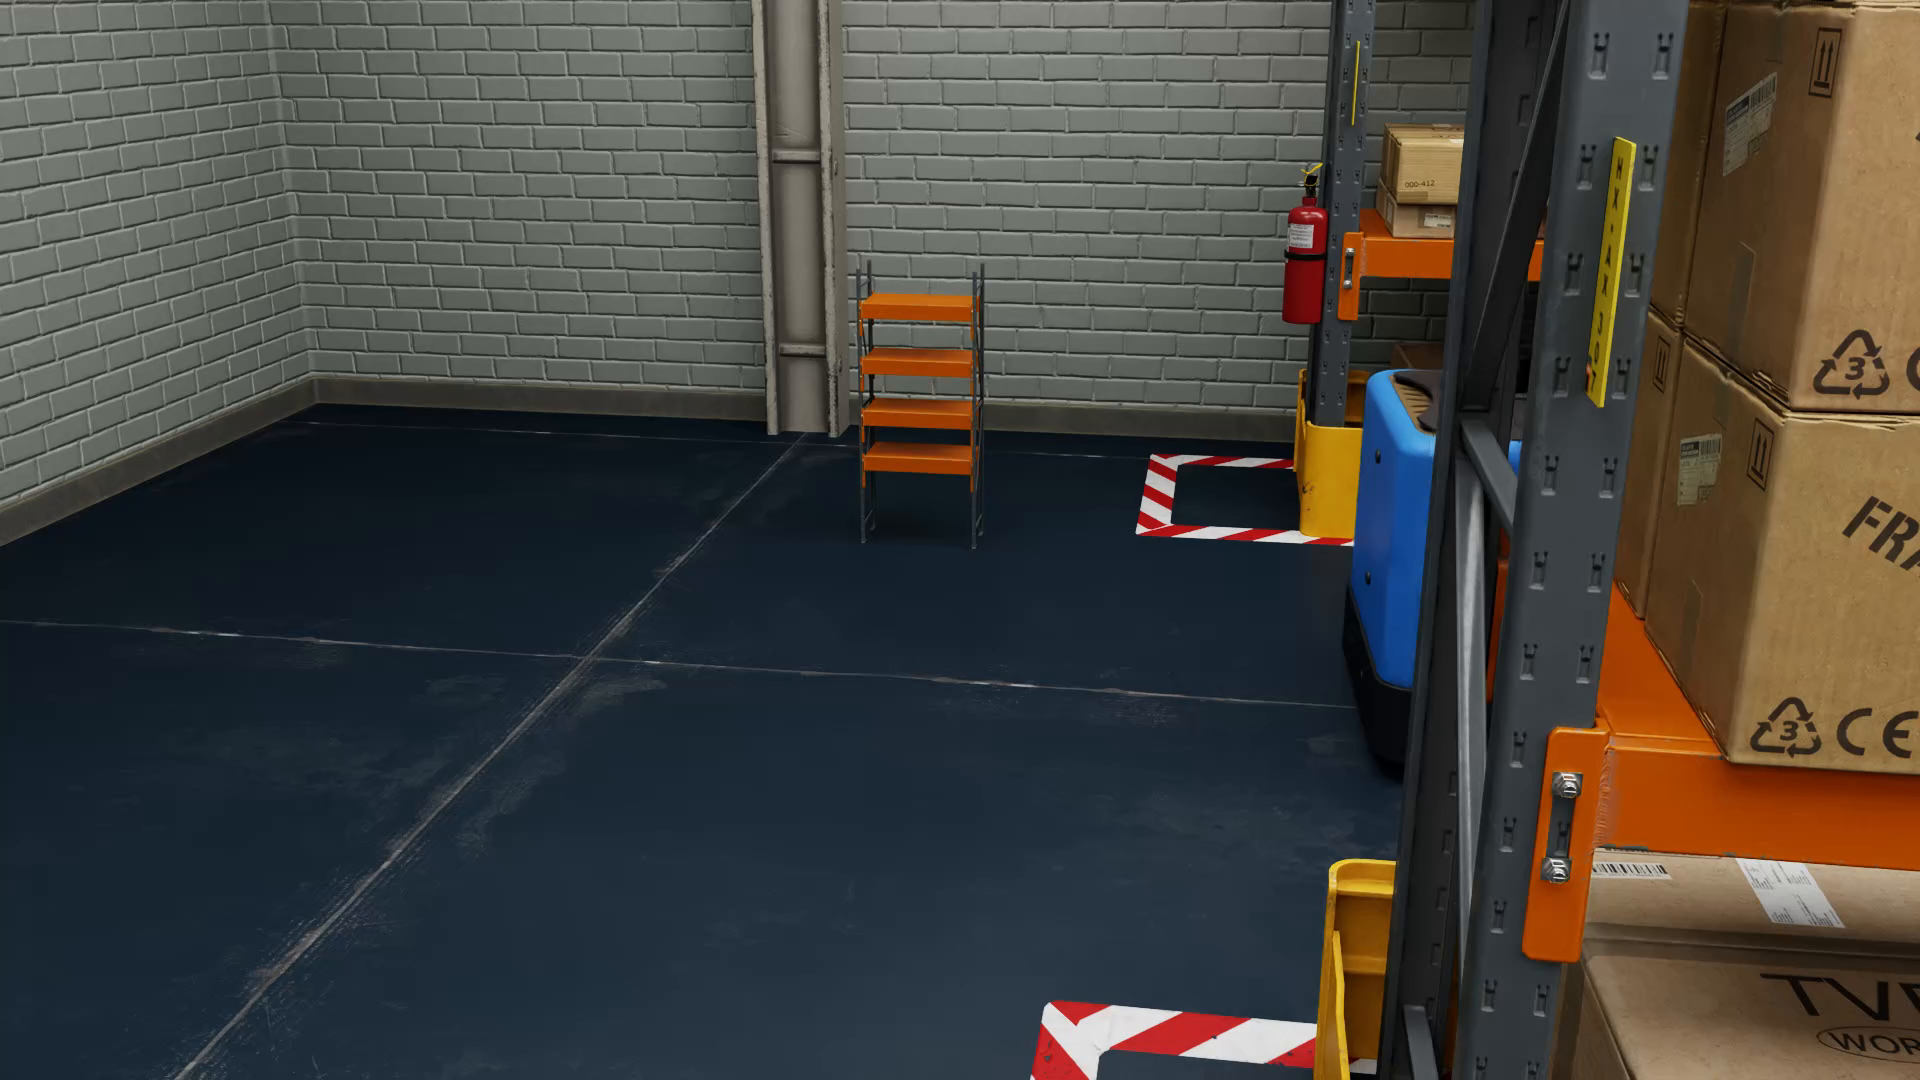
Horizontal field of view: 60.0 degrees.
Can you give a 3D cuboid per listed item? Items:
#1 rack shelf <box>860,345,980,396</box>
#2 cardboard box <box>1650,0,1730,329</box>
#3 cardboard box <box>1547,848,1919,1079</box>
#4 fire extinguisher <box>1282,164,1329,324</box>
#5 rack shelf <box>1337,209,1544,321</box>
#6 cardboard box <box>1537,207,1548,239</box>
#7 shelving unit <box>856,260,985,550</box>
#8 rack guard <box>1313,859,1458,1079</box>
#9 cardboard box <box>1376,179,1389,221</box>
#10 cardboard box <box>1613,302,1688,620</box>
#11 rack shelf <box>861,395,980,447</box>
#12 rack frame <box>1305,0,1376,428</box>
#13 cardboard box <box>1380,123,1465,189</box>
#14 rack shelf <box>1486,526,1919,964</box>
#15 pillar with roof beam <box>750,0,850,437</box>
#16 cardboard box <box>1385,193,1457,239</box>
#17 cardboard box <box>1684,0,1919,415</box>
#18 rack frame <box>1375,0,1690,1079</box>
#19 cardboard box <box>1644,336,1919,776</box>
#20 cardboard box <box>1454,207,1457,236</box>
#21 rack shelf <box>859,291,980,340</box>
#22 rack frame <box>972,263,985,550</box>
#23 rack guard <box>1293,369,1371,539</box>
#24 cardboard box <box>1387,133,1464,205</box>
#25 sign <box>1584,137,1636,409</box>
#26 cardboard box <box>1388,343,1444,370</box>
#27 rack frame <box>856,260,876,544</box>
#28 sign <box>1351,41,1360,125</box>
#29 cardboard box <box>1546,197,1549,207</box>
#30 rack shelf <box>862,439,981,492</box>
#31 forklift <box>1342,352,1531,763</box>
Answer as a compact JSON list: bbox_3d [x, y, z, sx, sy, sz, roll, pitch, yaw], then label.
[{"bbox_3d":[-0.163,-0.726,7.088,0.480,0.148,0.258,3,19,9],"label":"rack shelf"},{"bbox_3d":[1.422,-0.632,2.731,0.500,0.500,0.500,4,19,10],"label":"cardboard box"},{"bbox_3d":[1.576,0.958,3.090,0.875,0.438,0.875,2,19,7],"label":"cardboard box"},{"bbox_3d":[1.473,-1.264,7.064,0.183,0.674,0.296,3,19,9],"label":"fire extinguisher"},{"bbox_3d":[3.667,-1.174,7.217,4.000,0.370,1.077,3,19,9],"label":"rack shelf"},{"bbox_3d":[2.496,-1.393,7.135,0.250,0.149,0.380,3,19,8],"label":"cardboard box"},{"bbox_3d":[-0.163,-0.577,7.138,0.503,1.200,0.258,3,19,9],"label":"shelving unit"},{"bbox_3d":[0.885,1.124,3.156,0.348,0.500,1.175,3,19,9],"label":"rack guard"},{"bbox_3d":[2.062,-1.564,7.645,0.250,0.149,0.380,3,19,8],"label":"cardboard box"},{"bbox_3d":[1.427,-0.166,2.915,0.500,0.500,0.500,3,19,9],"label":"cardboard box"},{"bbox_3d":[-0.163,-0.514,7.159,0.480,0.148,0.258,3,19,9],"label":"rack shelf"},{"bbox_3d":[1.692,-1.615,7.404,0.127,3.000,1.000,3,19,9],"label":"rack frame"},{"bbox_3d":[2.188,-1.745,7.559,0.500,0.250,0.500,3,19,10],"label":"cardboard box"},{"bbox_3d":[2.883,0.382,2.569,4.000,0.370,1.077,3,19,9],"label":"rack shelf"},{"bbox_3d":[-1.510,-3.530,3.670,0.400,9.000,9.100,3,19,9],"label":"pillar with roof beam"},{"bbox_3d":[1.973,-1.394,7.137,0.250,0.149,0.380,3,19,8],"label":"cardboard box"},{"bbox_3d":[1.337,-0.468,2.242,0.500,0.500,0.500,3,19,7],"label":"cardboard box"},{"bbox_3d":[0.908,-0.060,2.755,0.127,3.000,1.000,3,19,9],"label":"rack frame"},{"bbox_3d":[1.337,0.007,2.399,0.500,0.500,0.500,3,19,8],"label":"cardboard box"},{"bbox_3d":[2.232,-1.395,7.142,0.250,0.149,0.380,3,19,10],"label":"cardboard box"},{"bbox_3d":[-0.163,-0.950,7.013,0.480,0.148,0.258,3,19,9],"label":"rack shelf"},{"bbox_3d":[0.077,-0.565,7.101,0.015,1.200,0.240,3,19,9],"label":"rack frame"},{"bbox_3d":[1.767,-0.426,7.789,0.348,0.500,1.175,3,19,9],"label":"rack guard"},{"bbox_3d":[2.097,-1.578,7.060,0.500,0.250,0.500,3,19,9],"label":"cardboard box"},{"bbox_3d":[0.814,-0.335,2.087,0.005,0.325,0.100,3,19,9],"label":"sign"},{"bbox_3d":[2.281,-0.570,7.552,0.637,0.503,0.797,2,19,6],"label":"cardboard box"},{"bbox_3d":[-0.404,-0.590,7.174,0.015,1.200,0.240,3,19,9],"label":"rack frame"},{"bbox_3d":[1.606,-1.856,6.758,0.005,0.325,0.100,3,19,9],"label":"sign"},{"bbox_3d":[2.595,-1.553,6.984,0.500,0.250,0.500,3,19,9],"label":"cardboard box"},{"bbox_3d":[-0.163,-0.325,7.222,0.480,0.148,0.258,3,19,9],"label":"rack shelf"},{"bbox_3d":[2.821,-0.754,4.938,3.031,2.935,1.130,2,19,7],"label":"forklift"}]
